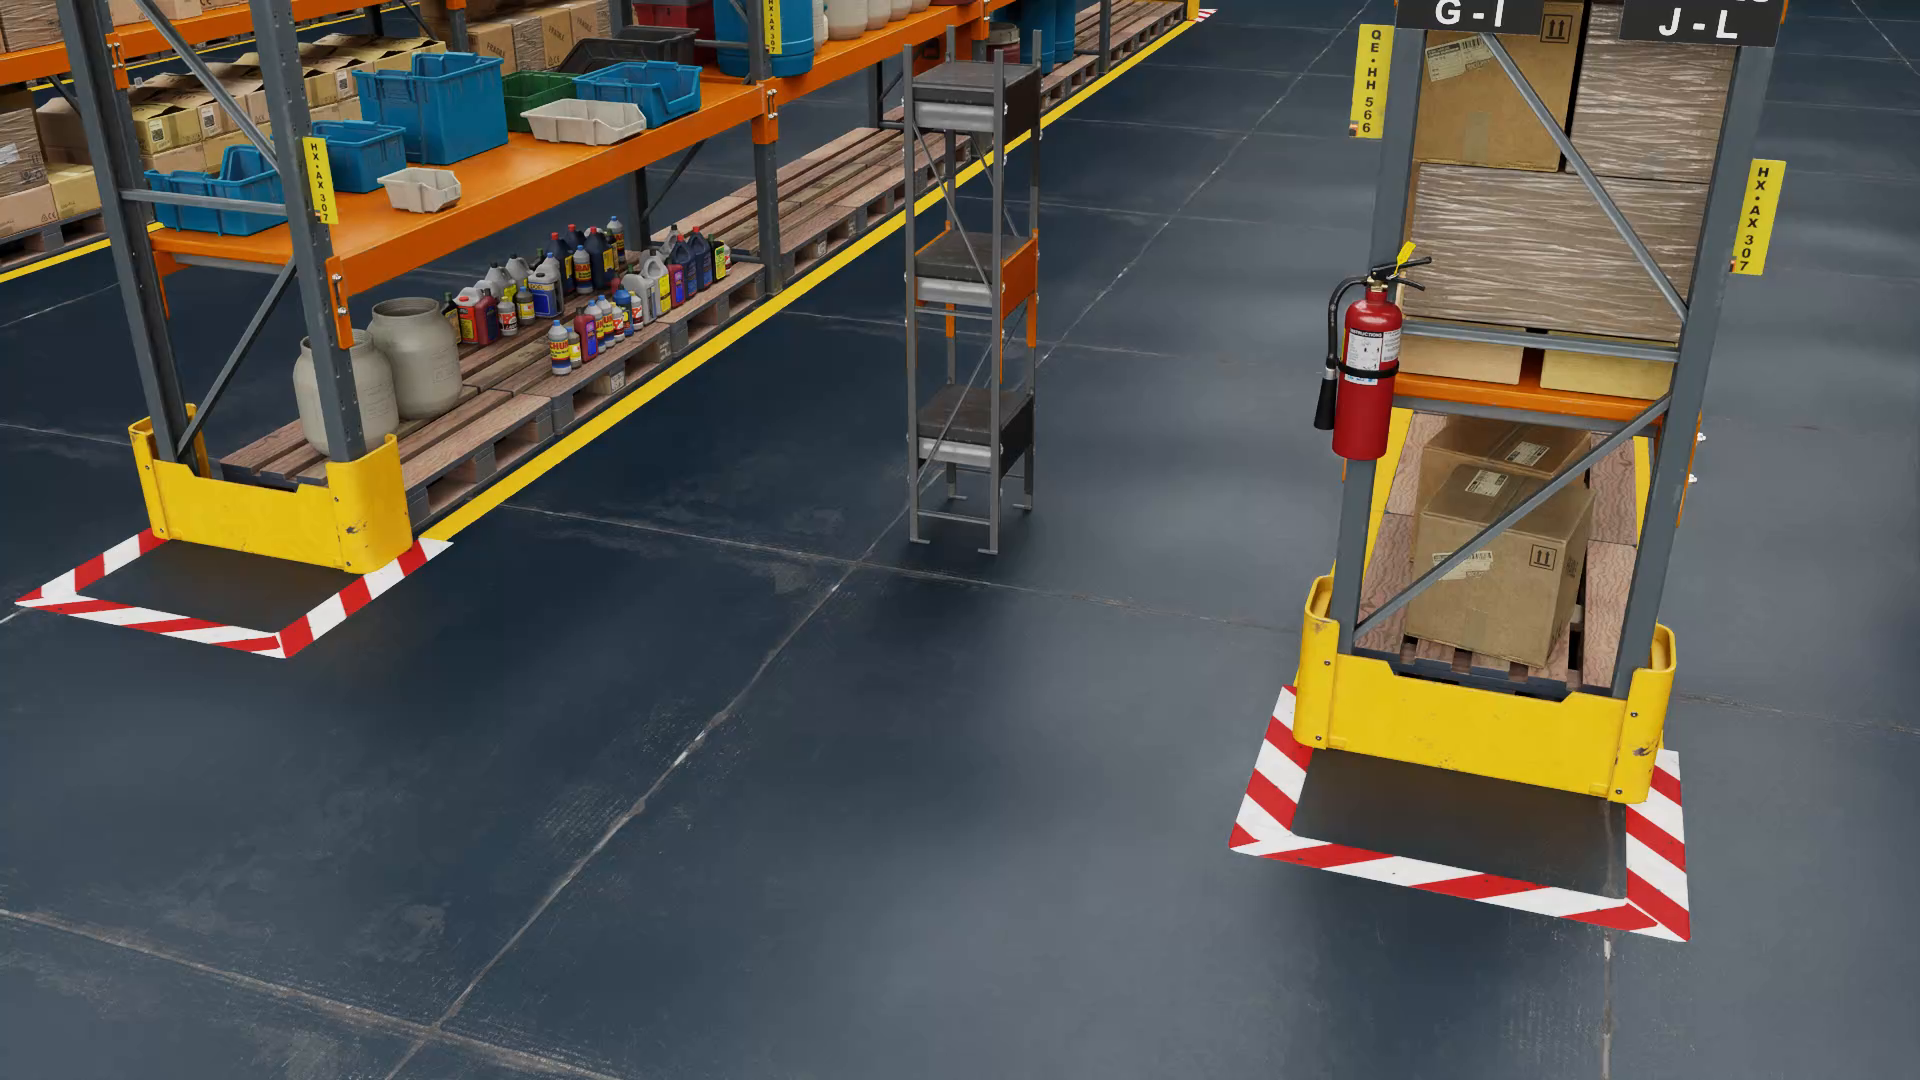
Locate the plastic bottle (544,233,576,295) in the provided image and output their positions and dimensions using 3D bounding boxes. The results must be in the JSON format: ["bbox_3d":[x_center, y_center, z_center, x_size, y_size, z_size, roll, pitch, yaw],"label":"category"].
[{"bbox_3d":[-2.331,-1.618,9.684,0.144,0.351,0.185,8,27,15],"label":"plastic bottle"}]

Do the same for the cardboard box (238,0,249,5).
[{"bbox_3d":[-5.665,-4.461,12.908,0.500,0.500,0.500,9,27,18],"label":"cardboard box"}]

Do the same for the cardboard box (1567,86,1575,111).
[{"bbox_3d":[2.201,-1.422,6.289,0.875,0.500,0.500,9,27,17],"label":"cardboard box"}]

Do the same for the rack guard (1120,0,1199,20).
[{"bbox_3d":[2.381,-6.779,20.678,1.175,0.500,0.348,9,27,17],"label":"rack guard"}]

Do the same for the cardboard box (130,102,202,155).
[{"bbox_3d":[-5.906,-3.018,12.072,0.500,0.311,0.500,9,27,18],"label":"cardboard box"}]

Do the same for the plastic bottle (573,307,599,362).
[{"bbox_3d":[-1.950,-1.083,8.657,0.061,0.283,0.133,9,27,18],"label":"plastic bottle"}]

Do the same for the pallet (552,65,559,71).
[{"bbox_3d":[-4.255,-4.871,17.067,1.003,0.211,1.213,9,27,17],"label":"pallet"}]

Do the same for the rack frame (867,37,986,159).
[{"bbox_3d":[-0.277,-4.605,13.319,1.000,3.000,0.127,9,27,17],"label":"rack frame"}]

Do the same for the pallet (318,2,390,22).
[{"bbox_3d":[-7.962,-6.731,20.911,1.003,0.211,1.213,9,27,17],"label":"pallet"}]

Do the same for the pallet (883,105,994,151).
[{"bbox_3d":[-0.054,-3.680,14.608,1.003,0.211,1.213,9,27,17],"label":"pallet"}]

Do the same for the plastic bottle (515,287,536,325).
[{"bbox_3d":[-2.406,-1.300,9.199,0.097,0.201,0.097,0,26,0],"label":"plastic bottle"}]

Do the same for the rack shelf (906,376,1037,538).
[{"bbox_3d":[0.055,-0.371,7.244,0.431,0.518,0.480,9,27,17],"label":"rack shelf"}]

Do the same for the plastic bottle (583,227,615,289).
[{"bbox_3d":[-2.132,-1.674,9.801,0.144,0.351,0.185,9,27,17],"label":"plastic bottle"}]

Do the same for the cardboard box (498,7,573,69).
[{"bbox_3d":[-4.185,-4.965,16.425,0.500,0.500,0.500,8,27,17],"label":"cardboard box"}]

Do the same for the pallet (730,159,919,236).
[{"bbox_3d":[-0.979,-2.537,12.248,1.003,0.211,1.213,9,27,17],"label":"pallet"}]

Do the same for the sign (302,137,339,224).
[{"bbox_3d":[-2.422,-1.360,6.300,0.100,0.325,0.005,9,27,17],"label":"sign"}]

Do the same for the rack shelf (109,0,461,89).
[{"bbox_3d":[-5.612,-4.179,13.265,1.077,0.370,4.000,9,27,17],"label":"rack shelf"}]

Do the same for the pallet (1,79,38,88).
[{"bbox_3d":[-9.881,-4.466,16.231,1.003,0.211,1.213,9,27,17],"label":"pallet"}]

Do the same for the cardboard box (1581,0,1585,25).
[{"bbox_3d":[3.172,-2.647,7.671,0.500,0.500,0.500,9,27,17],"label":"cardboard box"}]

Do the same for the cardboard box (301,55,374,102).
[{"bbox_3d":[-5.226,-3.856,13.802,0.500,0.311,0.500,9,27,17],"label":"cardboard box"}]

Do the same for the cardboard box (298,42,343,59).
[{"bbox_3d":[-5.565,-4.139,14.386,0.500,0.311,0.500,8,27,16],"label":"cardboard box"}]

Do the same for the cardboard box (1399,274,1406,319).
[{"bbox_3d":[1.750,-0.846,5.843,0.380,0.149,0.250,9,27,17],"label":"cardboard box"}]

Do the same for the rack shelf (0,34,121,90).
[{"bbox_3d":[-6.944,-2.535,9.870,1.077,0.370,4.000,9,27,17],"label":"rack shelf"}]

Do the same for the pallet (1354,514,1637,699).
[{"bbox_3d":[2.060,0.296,6.396,1.003,0.211,1.213,9,27,17],"label":"pallet"}]

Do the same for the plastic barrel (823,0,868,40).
[{"bbox_3d":[-0.839,-3.685,11.263,0.433,0.535,0.433,0,26,0],"label":"plastic barrel"}]

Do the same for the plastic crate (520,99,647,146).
[{"bbox_3d":[-1.910,-2.138,8.527,0.530,0.136,0.437,9,27,17],"label":"plastic crate"}]

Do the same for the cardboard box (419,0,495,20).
[{"bbox_3d":[-4.842,-5.177,16.004,0.500,0.250,0.500,10,28,19],"label":"cardboard box"}]

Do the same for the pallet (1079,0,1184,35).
[{"bbox_3d":[2.074,-6.304,20.028,1.003,0.211,1.213,9,27,17],"label":"pallet"}]

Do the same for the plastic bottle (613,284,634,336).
[{"bbox_3d":[-1.827,-1.252,9.021,0.097,0.271,0.097,0,26,0],"label":"plastic bottle"}]

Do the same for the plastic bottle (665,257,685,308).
[{"bbox_3d":[-1.630,-1.478,9.473,0.061,0.283,0.133,11,28,21],"label":"plastic bottle"}]

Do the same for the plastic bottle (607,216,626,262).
[{"bbox_3d":[-2.128,-1.864,10.283,0.097,0.271,0.097,0,26,0],"label":"plastic bottle"}]

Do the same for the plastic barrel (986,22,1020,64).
[{"bbox_3d":[0.245,-4.376,15.131,0.600,0.588,0.708,9,27,17],"label":"plastic barrel"}]

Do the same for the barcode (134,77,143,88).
[{"bbox_3d":[-5.801,-3.230,11.742,0.001,0.075,0.075,9,27,17],"label":"barcode"}]

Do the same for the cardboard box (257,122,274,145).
[{"bbox_3d":[-5.569,-3.185,13.060,0.500,0.250,0.500,8,27,16],"label":"cardboard box"}]

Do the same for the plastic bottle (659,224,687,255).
[{"bbox_3d":[-1.687,-1.681,9.815,0.144,0.351,0.185,9,27,17],"label":"plastic bottle"}]

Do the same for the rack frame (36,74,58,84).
[{"bbox_3d":[-9.620,-6.042,16.286,1.000,3.000,0.127,9,27,17],"label":"rack frame"}]

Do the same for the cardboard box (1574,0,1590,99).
[{"bbox_3d":[2.509,-1.825,5.973,0.500,0.500,0.500,9,27,17],"label":"cardboard box"}]

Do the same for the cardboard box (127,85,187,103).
[{"bbox_3d":[-6.246,-3.307,12.669,0.500,0.311,0.500,10,27,19],"label":"cardboard box"}]

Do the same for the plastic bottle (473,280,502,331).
[{"bbox_3d":[-2.586,-1.264,9.040,0.152,0.276,0.135,8,27,16],"label":"plastic bottle"}]

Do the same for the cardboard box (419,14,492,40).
[{"bbox_3d":[-4.857,-4.816,16.118,0.500,0.500,0.500,10,28,19],"label":"cardboard box"}]

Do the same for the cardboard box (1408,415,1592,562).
[{"bbox_3d":[2.122,-0.168,6.541,0.500,0.500,0.500,17,30,31],"label":"cardboard box"}]

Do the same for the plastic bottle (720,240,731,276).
[{"bbox_3d":[-1.435,-1.705,10.036,0.097,0.201,0.097,0,26,0],"label":"plastic bottle"}]

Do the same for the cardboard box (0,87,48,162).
[{"bbox_3d":[-6.728,-2.825,11.455,0.500,0.500,0.500,9,27,17],"label":"cardboard box"}]

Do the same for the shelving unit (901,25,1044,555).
[{"bbox_3d":[0.055,-1.013,6.933,0.431,2.100,0.503,9,27,17],"label":"shelving unit"}]

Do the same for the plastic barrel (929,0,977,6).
[{"bbox_3d":[-0.146,-4.431,12.804,0.600,0.536,0.708,9,27,17],"label":"plastic barrel"}]

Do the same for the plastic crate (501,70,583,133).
[{"bbox_3d":[-2.326,-2.349,8.902,0.450,0.188,0.662,9,27,17],"label":"plastic crate"}]
